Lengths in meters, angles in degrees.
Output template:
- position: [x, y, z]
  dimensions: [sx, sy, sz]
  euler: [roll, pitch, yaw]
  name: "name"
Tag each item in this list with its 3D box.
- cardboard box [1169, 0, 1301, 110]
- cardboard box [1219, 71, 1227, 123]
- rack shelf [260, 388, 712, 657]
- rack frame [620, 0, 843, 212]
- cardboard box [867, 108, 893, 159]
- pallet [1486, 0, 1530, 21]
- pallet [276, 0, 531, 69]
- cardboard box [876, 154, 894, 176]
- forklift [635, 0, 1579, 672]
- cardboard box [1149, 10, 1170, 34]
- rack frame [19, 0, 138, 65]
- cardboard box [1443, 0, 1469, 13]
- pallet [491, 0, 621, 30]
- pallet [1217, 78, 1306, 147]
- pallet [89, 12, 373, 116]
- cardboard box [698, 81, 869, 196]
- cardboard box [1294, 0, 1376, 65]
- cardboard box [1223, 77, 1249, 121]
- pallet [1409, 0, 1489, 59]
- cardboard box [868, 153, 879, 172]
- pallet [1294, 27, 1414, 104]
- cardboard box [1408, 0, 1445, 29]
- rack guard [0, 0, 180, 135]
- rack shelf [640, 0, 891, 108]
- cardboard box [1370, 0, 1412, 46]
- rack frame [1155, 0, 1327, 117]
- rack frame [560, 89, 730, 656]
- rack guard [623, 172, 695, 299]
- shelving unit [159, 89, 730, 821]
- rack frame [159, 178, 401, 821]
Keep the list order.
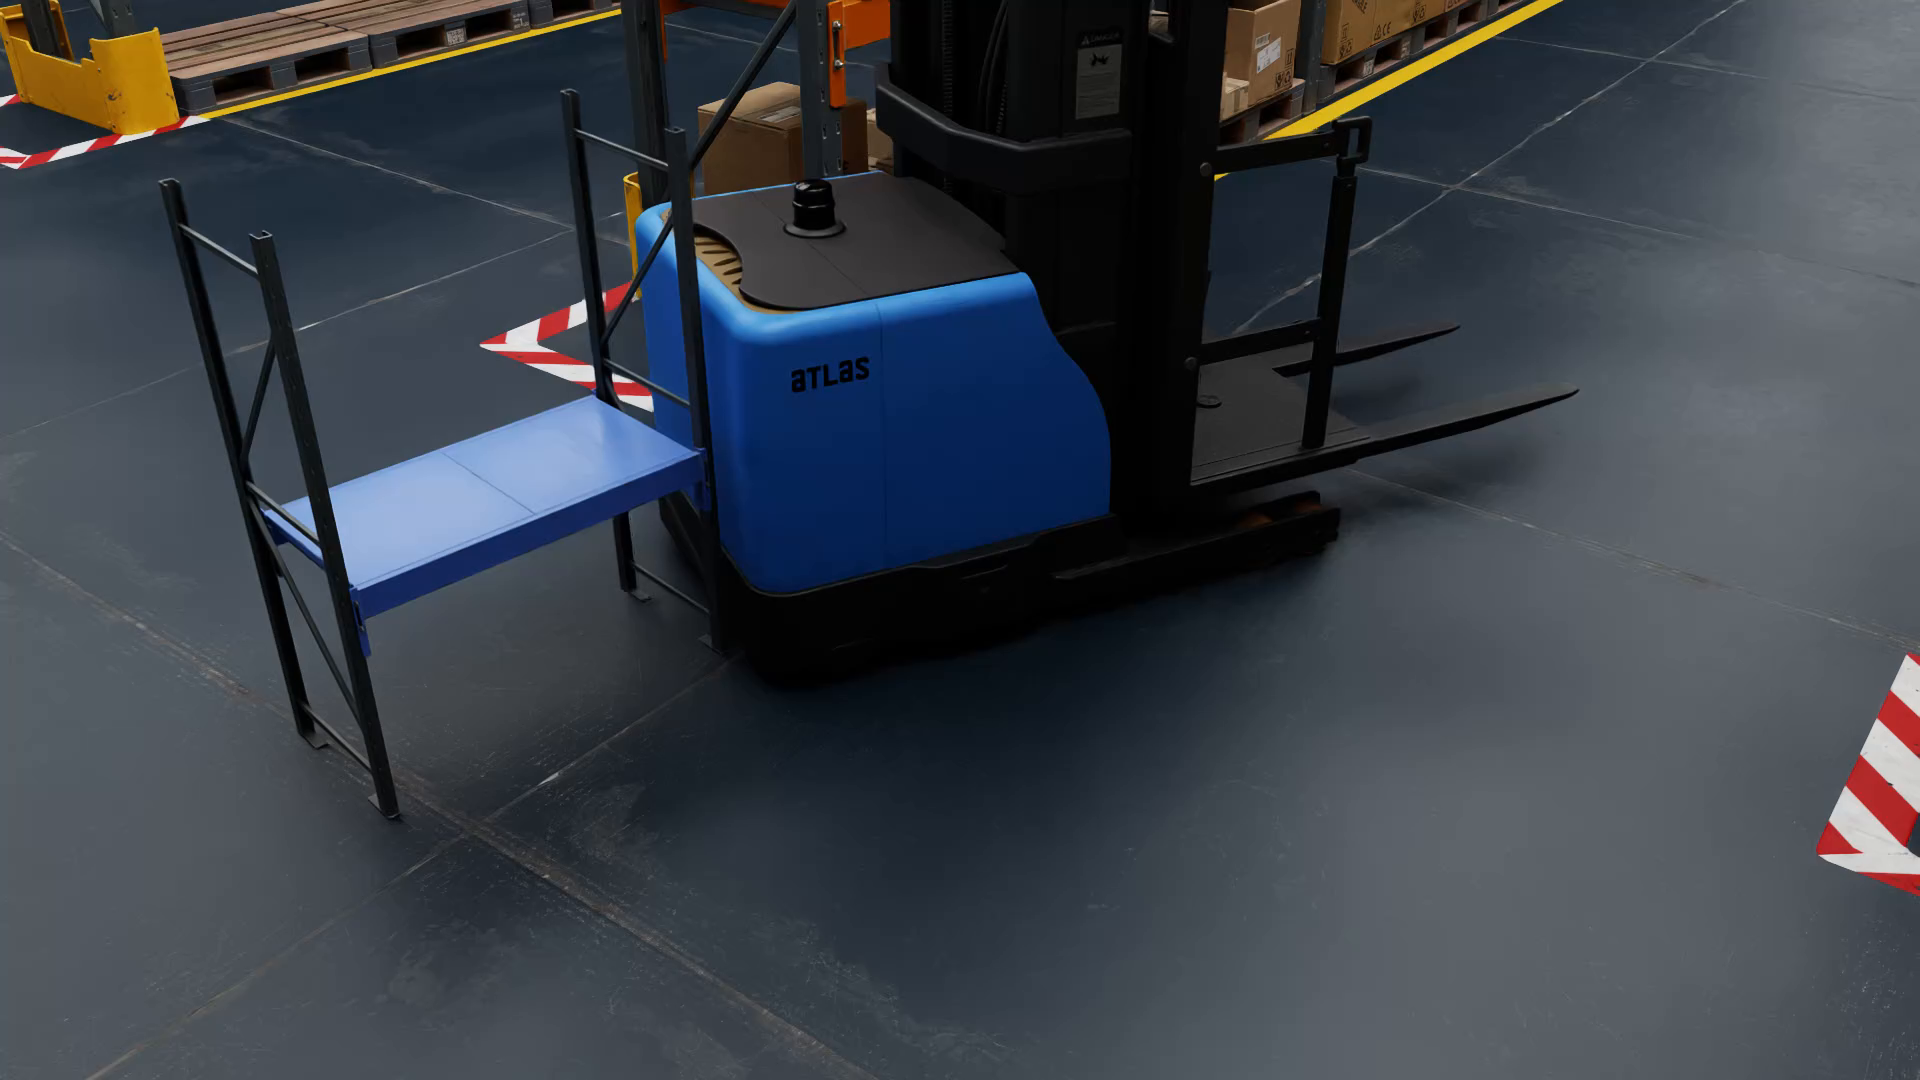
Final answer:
- position: [1.430, -2.602, 8.719]
  dimensions: [0.500, 0.500, 0.500]
  euler: [21, 37, 31]
  name: "cardboard box"
- position: [0.977, -2.216, 8.253]
  dimensions: [0.500, 0.311, 0.500]
  euler: [21, 37, 31]
  name: "cardboard box"
- position: [-1.201, -0.078, 4.263]
  dimensions: [1.000, 0.185, 0.538]
  euler: [-26, 40, -37]
  name: "rack shelf"
- position: [-0.867, -2.181, 5.988]
  dimensions: [1.000, 3.000, 0.127]
  euler: [21, 37, 31]
  name: "rack frame"
- position: [-0.138, -1.861, 7.714]
  dimensions: [0.500, 0.250, 0.500]
  euler: [21, 37, 31]
  name: "cardboard box"
- position: [3.481, -3.941, 11.694]
  dimensions: [1.003, 0.211, 1.213]
  euler: [21, 37, 31]
  name: "pallet"
- position: [-3.548, -3.325, 10.653]
  dimensions: [1.003, 0.211, 1.213]
  euler: [21, 37, 31]
  name: "pallet"
- position: [-0.011, -1.524, 7.146]
  dimensions: [0.500, 0.250, 0.500]
  euler: [21, 37, 31]
  name: "cardboard box"
- position: [0.612, -1.402, 4.741]
  dimensions: [3.031, 2.935, 1.130]
  euler: [-14, 33, -22]
  name: "forklift"
- position: [1.121, -2.736, 9.129]
  dimensions: [0.500, 0.311, 0.500]
  euler: [21, 37, 31]
  name: "cardboard box"
- position: [-4.814, -3.707, 8.563]
  dimensions: [1.000, 3.000, 0.127]
  euler: [21, 37, 31]
  name: "rack frame"
- position: [2.960, -3.669, 10.519]
  dimensions: [0.500, 0.500, 0.500]
  euler: [20, 36, 30]
  name: "cardboard box"
- position: [-2.812, -3.823, 11.493]
  dimensions: [1.003, 0.211, 1.213]
  euler: [21, 37, 31]
  name: "pallet"
- position: [1.132, -2.328, 8.972]
  dimensions: [1.003, 0.211, 1.213]
  euler: [21, 37, 31]
  name: "pallet"
- position: [-4.285, -2.831, 9.819]
  dimensions: [1.003, 0.211, 1.213]
  euler: [21, 37, 31]
  name: "pallet"
- position: [-0.735, -1.592, 7.014]
  dimensions: [0.500, 0.500, 0.500]
  euler: [21, 37, 31]
  name: "cardboard box"
- position: [2.034, -3.043, 9.462]
  dimensions: [0.500, 0.500, 0.500]
  euler: [19, 36, 29]
  name: "cardboard box"
- position: [1.251, -2.280, 8.520]
  dimensions: [0.380, 0.149, 0.250]
  euler: [21, 37, 31]
  name: "cardboard box"
- position: [2.744, -3.448, 10.860]
  dimensions: [1.003, 0.211, 1.213]
  euler: [21, 37, 31]
  name: "pallet"
- position: [-0.419, -1.585, 7.330]
  dimensions: [0.380, 0.166, 0.250]
  euler: [21, 37, 31]
  name: "cardboard box"
- position: [2.008, -2.950, 10.020]
  dimensions: [1.003, 0.211, 1.213]
  euler: [21, 37, 31]
  name: "pallet"
- position: [2.654, -3.464, 10.172]
  dimensions: [0.500, 0.500, 0.500]
  euler: [22, 37, 32]
  name: "cardboard box"
- position: [-4.818, -2.618, 9.177]
  dimensions: [1.175, 0.500, 0.348]
  euler: [21, 37, 31]
  name: "rack guard"
- position: [0.340, -2.685, 7.543]
  dimensions: [1.077, 0.370, 4.000]
  euler: [21, 37, 31]
  name: "rack shelf"
- position: [2.347, -3.263, 9.834]
  dimensions: [0.500, 0.500, 0.500]
  euler: [22, 37, 32]
  name: "cardboard box"
- position: [1.547, -3.807, 8.732]
  dimensions: [1.000, 3.000, 0.127]
  euler: [21, 37, 31]
  name: "rack frame"
- position: [-0.837, -0.413, 4.477]
  dimensions: [0.032, 1.500, 0.500]
  euler: [-26, 40, -37]
  name: "rack frame"
- position: [-0.821, -1.137, 6.678]
  dimensions: [1.175, 0.500, 0.348]
  euler: [21, 37, 31]
  name: "rack guard"
- position: [-1.201, -0.233, 4.172]
  dimensions: [1.048, 1.500, 0.538]
  euler: [-26, 40, -37]
  name: "shelving unit"
- position: [-1.565, -0.052, 3.867]
  dimensions: [0.032, 1.500, 0.500]
  euler: [-26, 40, -37]
  name: "rack frame"
